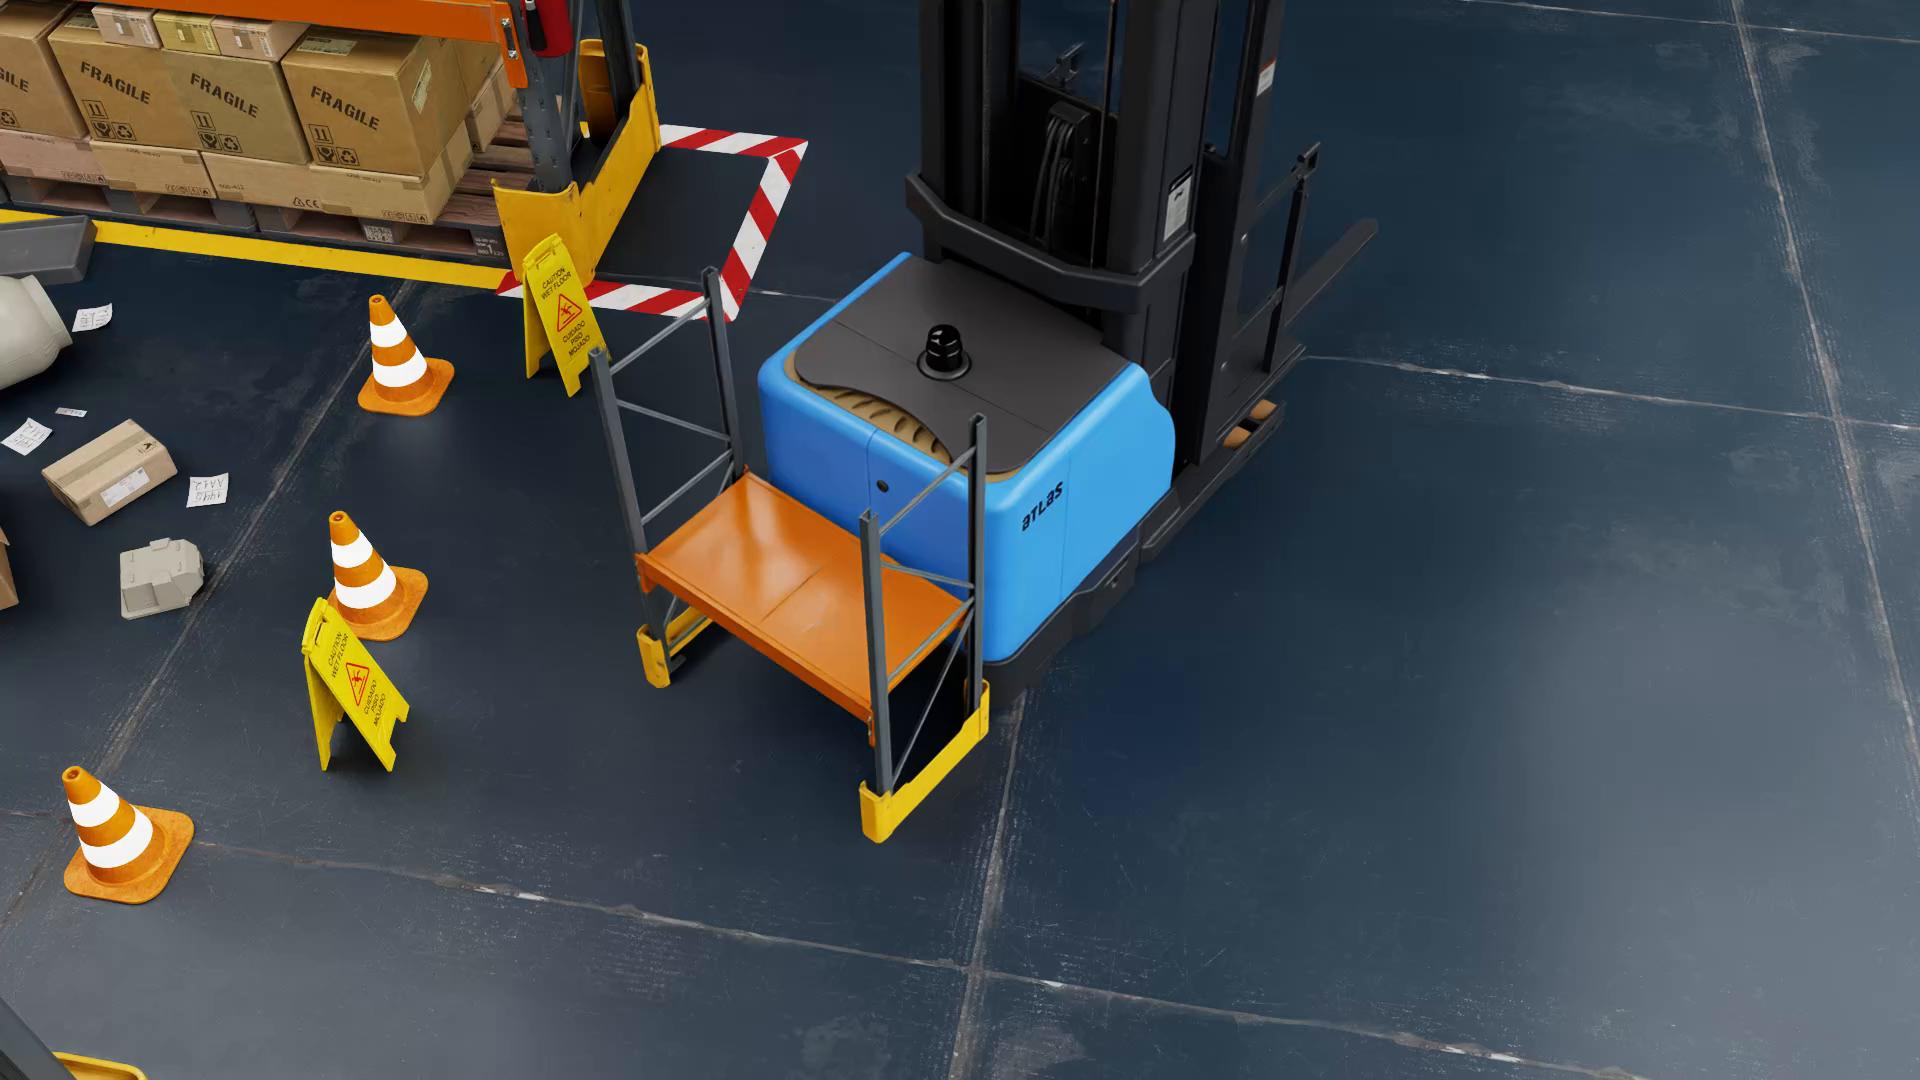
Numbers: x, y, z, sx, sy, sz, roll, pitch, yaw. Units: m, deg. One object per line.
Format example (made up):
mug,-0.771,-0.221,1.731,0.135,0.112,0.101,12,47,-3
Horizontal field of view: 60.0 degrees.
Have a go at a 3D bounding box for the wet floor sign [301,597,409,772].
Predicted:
wet floor sign,-2.014,0.459,5.404,0.232,0.644,0.267,0,48,0

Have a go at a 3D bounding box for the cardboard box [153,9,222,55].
cardboard box,-3.069,-2.158,6.799,0.250,0.149,0.380,8,49,7

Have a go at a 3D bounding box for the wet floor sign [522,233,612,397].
wet floor sign,-1.617,-0.924,6.647,0.232,0.644,0.267,23,52,20

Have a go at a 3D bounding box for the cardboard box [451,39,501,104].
cardboard box,-2.382,-2.303,7.365,0.500,0.500,0.500,6,48,6

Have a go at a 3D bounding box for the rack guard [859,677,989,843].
rack guard,-0.109,0.712,5.442,0.087,0.250,0.587,31,55,25

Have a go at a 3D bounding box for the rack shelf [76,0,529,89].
rack shelf,-3.582,-2.544,7.003,4.000,0.370,1.077,8,49,7

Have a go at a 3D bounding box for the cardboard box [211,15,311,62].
cardboard box,-2.822,-2.123,6.767,0.250,0.149,0.380,9,49,8

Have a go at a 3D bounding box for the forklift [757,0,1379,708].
forklift,0.628,-1.459,5.591,1.130,2.935,3.031,30,54,24

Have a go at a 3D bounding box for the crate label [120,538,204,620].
crate label,-2.914,0.123,6.047,0.298,0.136,0.250,-15,50,-13

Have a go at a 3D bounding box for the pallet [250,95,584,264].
pallet,-2.482,-1.731,7.663,1.213,0.211,1.003,8,49,7

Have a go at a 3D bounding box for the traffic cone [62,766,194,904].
traffic cone,-2.665,0.855,5.170,0.334,0.463,0.336,8,49,7

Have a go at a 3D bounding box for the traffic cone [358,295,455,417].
traffic cone,-2.266,-0.784,6.644,0.334,0.463,0.336,8,49,7

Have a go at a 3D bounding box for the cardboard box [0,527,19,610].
cardboard box,-3.793,-0.064,5.970,0.637,0.503,0.797,-23,52,-19

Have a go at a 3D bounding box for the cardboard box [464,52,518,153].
cardboard box,-2.358,-2.050,7.642,0.500,0.250,0.500,7,48,7

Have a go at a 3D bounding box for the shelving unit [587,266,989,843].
shelving unit,-0.499,0.064,5.184,1.083,1.500,0.587,31,55,25

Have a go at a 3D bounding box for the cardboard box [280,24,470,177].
cardboard box,-2.449,-1.907,7.009,0.500,0.500,0.500,8,49,7

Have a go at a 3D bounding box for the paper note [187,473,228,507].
paper note,-2.898,-0.195,6.405,0.142,0.019,0.148,-7,48,-7

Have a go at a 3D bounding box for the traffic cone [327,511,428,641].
traffic cone,-2.129,0.073,5.873,0.334,0.463,0.336,8,49,7

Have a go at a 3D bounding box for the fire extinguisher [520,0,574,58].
fire extinguisher,-1.583,-2.141,6.209,0.183,0.674,0.296,8,49,7

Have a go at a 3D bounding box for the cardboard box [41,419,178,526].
cardboard box,-3.262,-0.261,6.385,0.250,0.149,0.380,32,56,26

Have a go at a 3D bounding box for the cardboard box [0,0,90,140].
cardboard box,-3.979,-2.113,7.194,0.500,0.500,0.500,10,49,9

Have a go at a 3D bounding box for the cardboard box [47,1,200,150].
cardboard box,-3.458,-2.045,7.133,0.500,0.500,0.500,7,48,6

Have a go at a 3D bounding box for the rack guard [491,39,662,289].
rack guard,-1.689,-1.694,7.436,0.348,0.500,1.175,8,49,7

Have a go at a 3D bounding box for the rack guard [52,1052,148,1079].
rack guard,-2.371,1.956,4.157,0.348,0.500,1.175,8,49,7

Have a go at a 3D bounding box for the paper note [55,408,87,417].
paper note,-3.586,-0.516,6.706,0.123,0.001,0.032,8,49,7

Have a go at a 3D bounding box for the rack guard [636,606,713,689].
rack guard,-0.888,0.251,5.857,0.087,0.250,0.587,31,55,25

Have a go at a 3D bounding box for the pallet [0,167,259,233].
pallet,-3.679,-1.894,7.810,1.213,0.211,1.003,8,49,7

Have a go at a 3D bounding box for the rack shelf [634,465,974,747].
rack shelf,-0.492,0.188,5.315,1.000,0.185,0.538,31,55,25

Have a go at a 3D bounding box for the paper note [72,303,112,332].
paper note,-3.696,-0.949,7.082,0.148,0.019,0.142,-7,48,-7

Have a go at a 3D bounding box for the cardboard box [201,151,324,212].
cardboard box,-2.966,-1.725,7.350,0.500,0.250,0.500,8,49,7

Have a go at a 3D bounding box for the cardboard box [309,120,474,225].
cardboard box,-2.481,-1.654,7.286,0.500,0.250,0.500,7,48,7

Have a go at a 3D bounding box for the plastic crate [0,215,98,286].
plastic crate,-4.151,-1.265,7.333,0.583,0.080,0.402,-7,48,-7

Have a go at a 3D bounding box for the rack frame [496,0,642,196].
rack frame,-1.614,-2.520,6.497,0.127,3.000,1.000,8,49,7

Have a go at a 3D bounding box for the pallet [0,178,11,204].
pallet,-4.883,-2.054,7.953,1.213,0.211,1.003,8,49,7

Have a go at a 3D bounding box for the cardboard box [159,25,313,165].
cardboard box,-2.963,-1.973,7.068,0.500,0.500,0.500,9,49,8

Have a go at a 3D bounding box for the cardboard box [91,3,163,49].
cardboard box,-3.328,-2.195,6.831,0.250,0.149,0.380,10,49,8

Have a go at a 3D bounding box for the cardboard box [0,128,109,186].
cardboard box,-3.968,-1.864,7.474,0.500,0.250,0.500,7,48,6

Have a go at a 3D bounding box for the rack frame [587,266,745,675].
rack frame,-0.889,-0.168,5.392,0.032,1.500,0.500,31,55,25

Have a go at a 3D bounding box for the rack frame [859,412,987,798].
rack frame,-0.094,0.303,4.969,0.032,1.500,0.500,31,55,25

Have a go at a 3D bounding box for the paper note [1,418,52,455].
paper note,-3.707,-0.414,6.609,0.142,0.019,0.148,23,52,20

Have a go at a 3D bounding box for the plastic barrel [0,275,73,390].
plastic barrel,-3.916,-0.824,6.705,0.512,0.421,0.421,-32,55,-25

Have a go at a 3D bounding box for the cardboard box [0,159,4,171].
cardboard box,-4.490,-1.932,7.536,0.500,0.250,0.500,10,49,9

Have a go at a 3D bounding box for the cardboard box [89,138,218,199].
cardboard box,-3.481,-1.790,7.408,0.500,0.250,0.500,6,48,5
